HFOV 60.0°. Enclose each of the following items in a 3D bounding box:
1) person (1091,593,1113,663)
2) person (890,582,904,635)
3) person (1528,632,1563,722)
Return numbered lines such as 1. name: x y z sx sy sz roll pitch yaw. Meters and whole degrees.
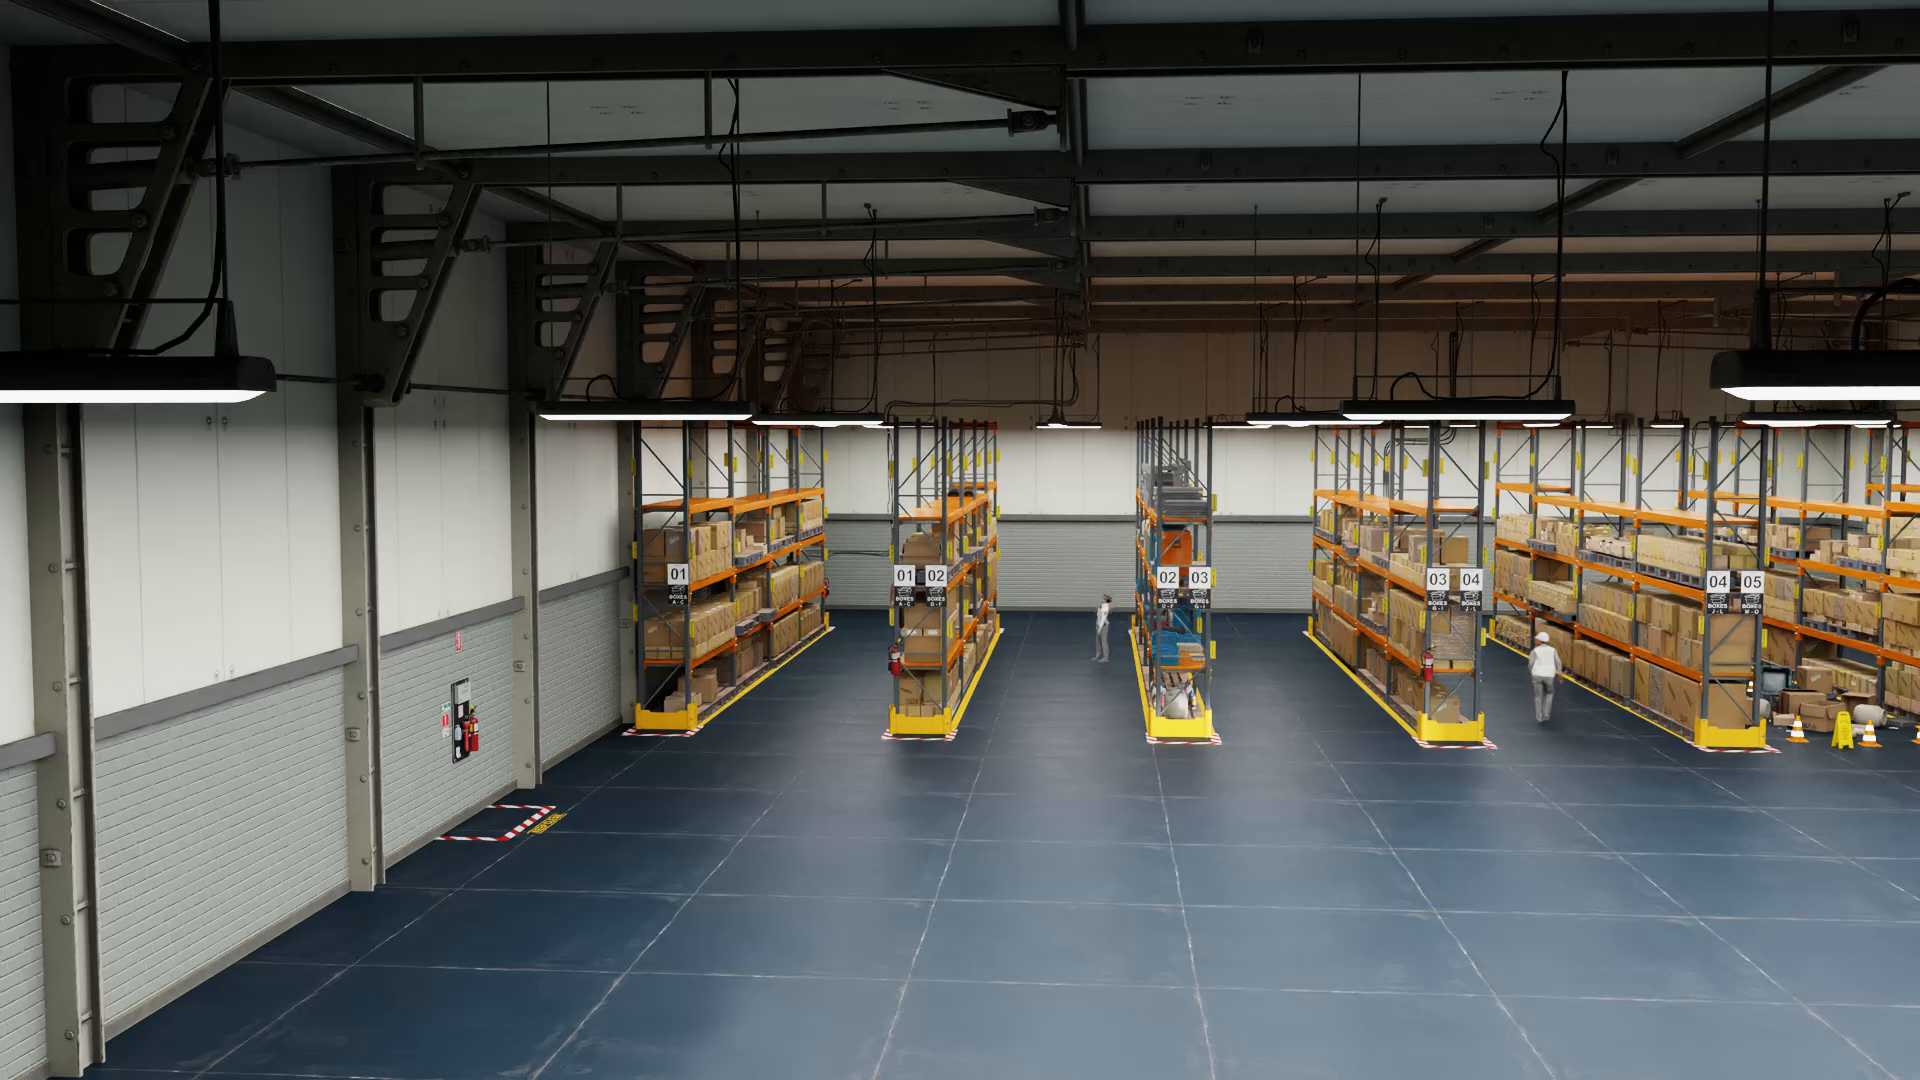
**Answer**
1. person: 3.435 2.102 40.188 0.477 1.679 0.545 -1 4 -15
2. person: -1.683 1.772 46.981 0.608 1.741 1.065 0 4 5
3. person: 11.575 2.748 32.923 0.668 1.839 0.566 2 4 29
